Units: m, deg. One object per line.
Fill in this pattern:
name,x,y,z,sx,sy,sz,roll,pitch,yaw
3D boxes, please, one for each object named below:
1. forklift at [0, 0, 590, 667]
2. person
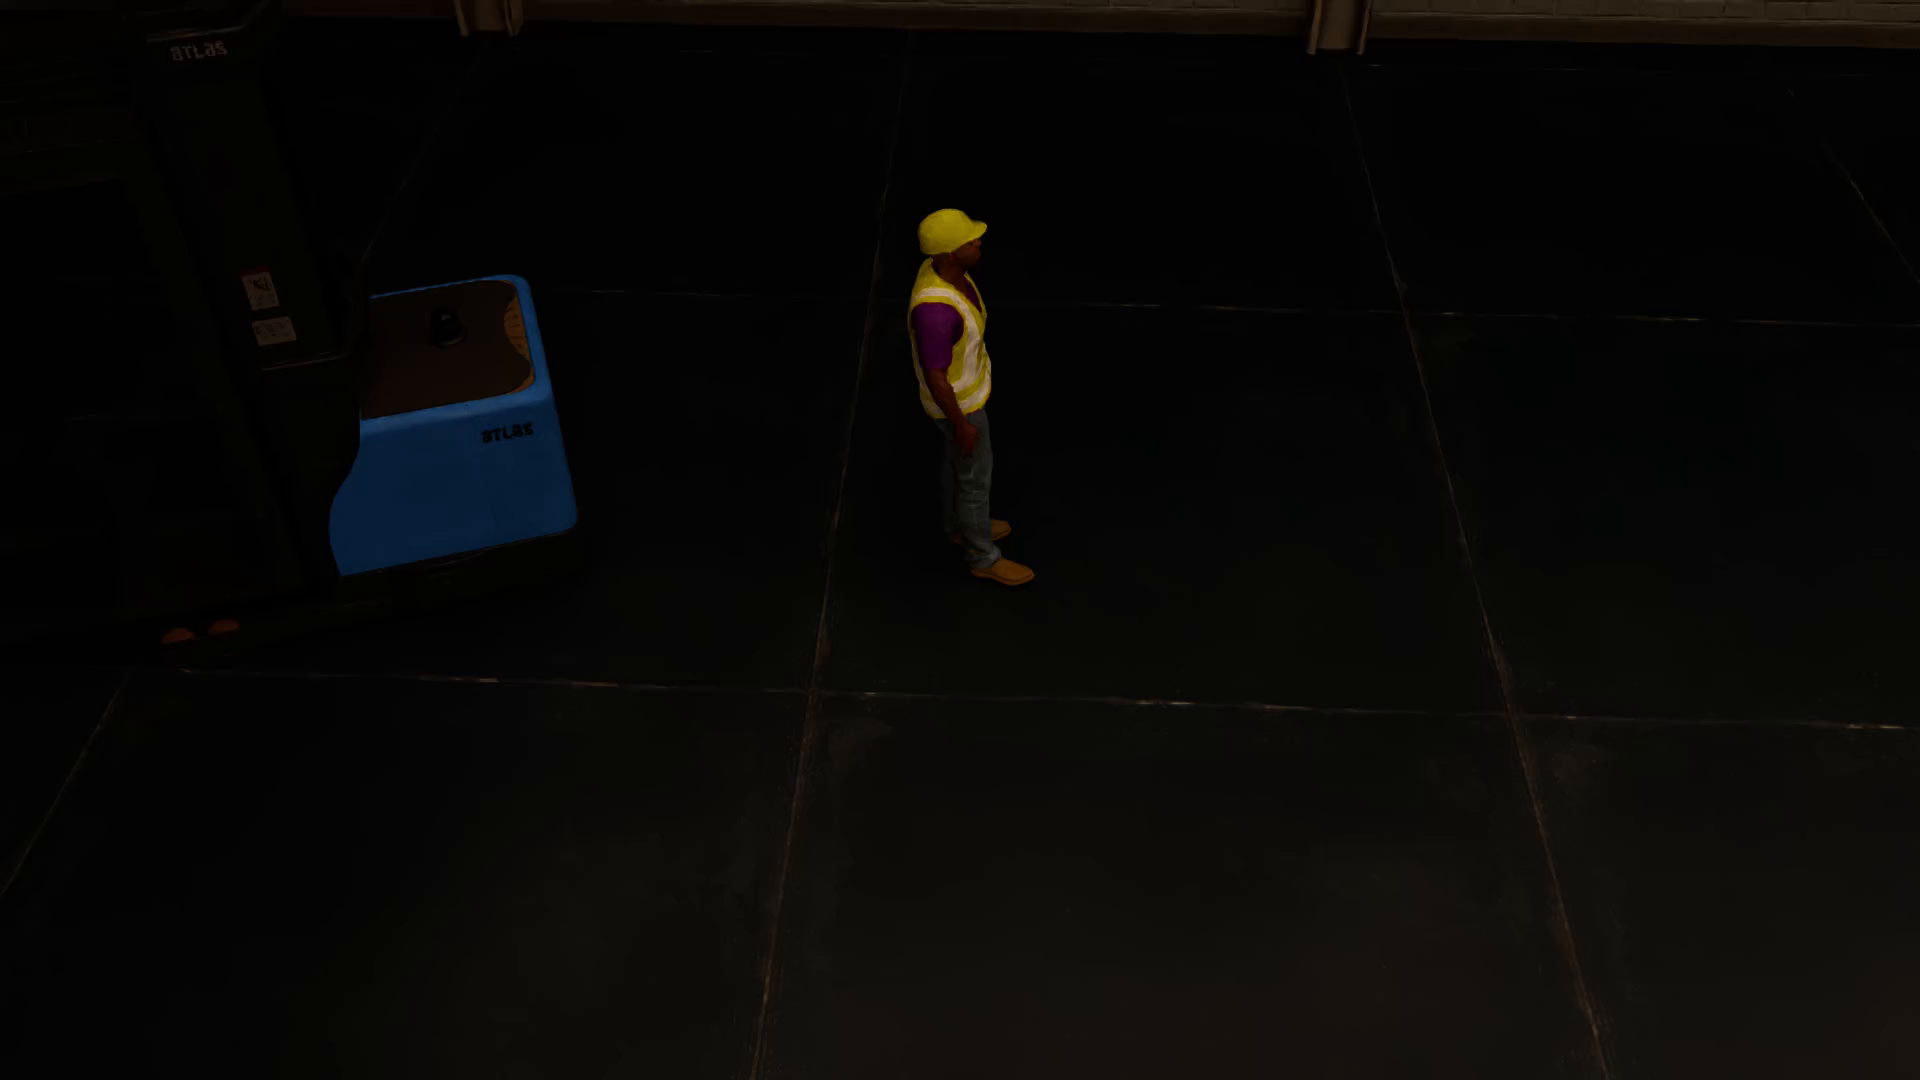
forklift,-3.296,-0.931,6.762,3.031,2.935,1.130,-12,44,-13
person,0.069,-0.652,7.310,0.576,1.766,0.665,2,42,2
